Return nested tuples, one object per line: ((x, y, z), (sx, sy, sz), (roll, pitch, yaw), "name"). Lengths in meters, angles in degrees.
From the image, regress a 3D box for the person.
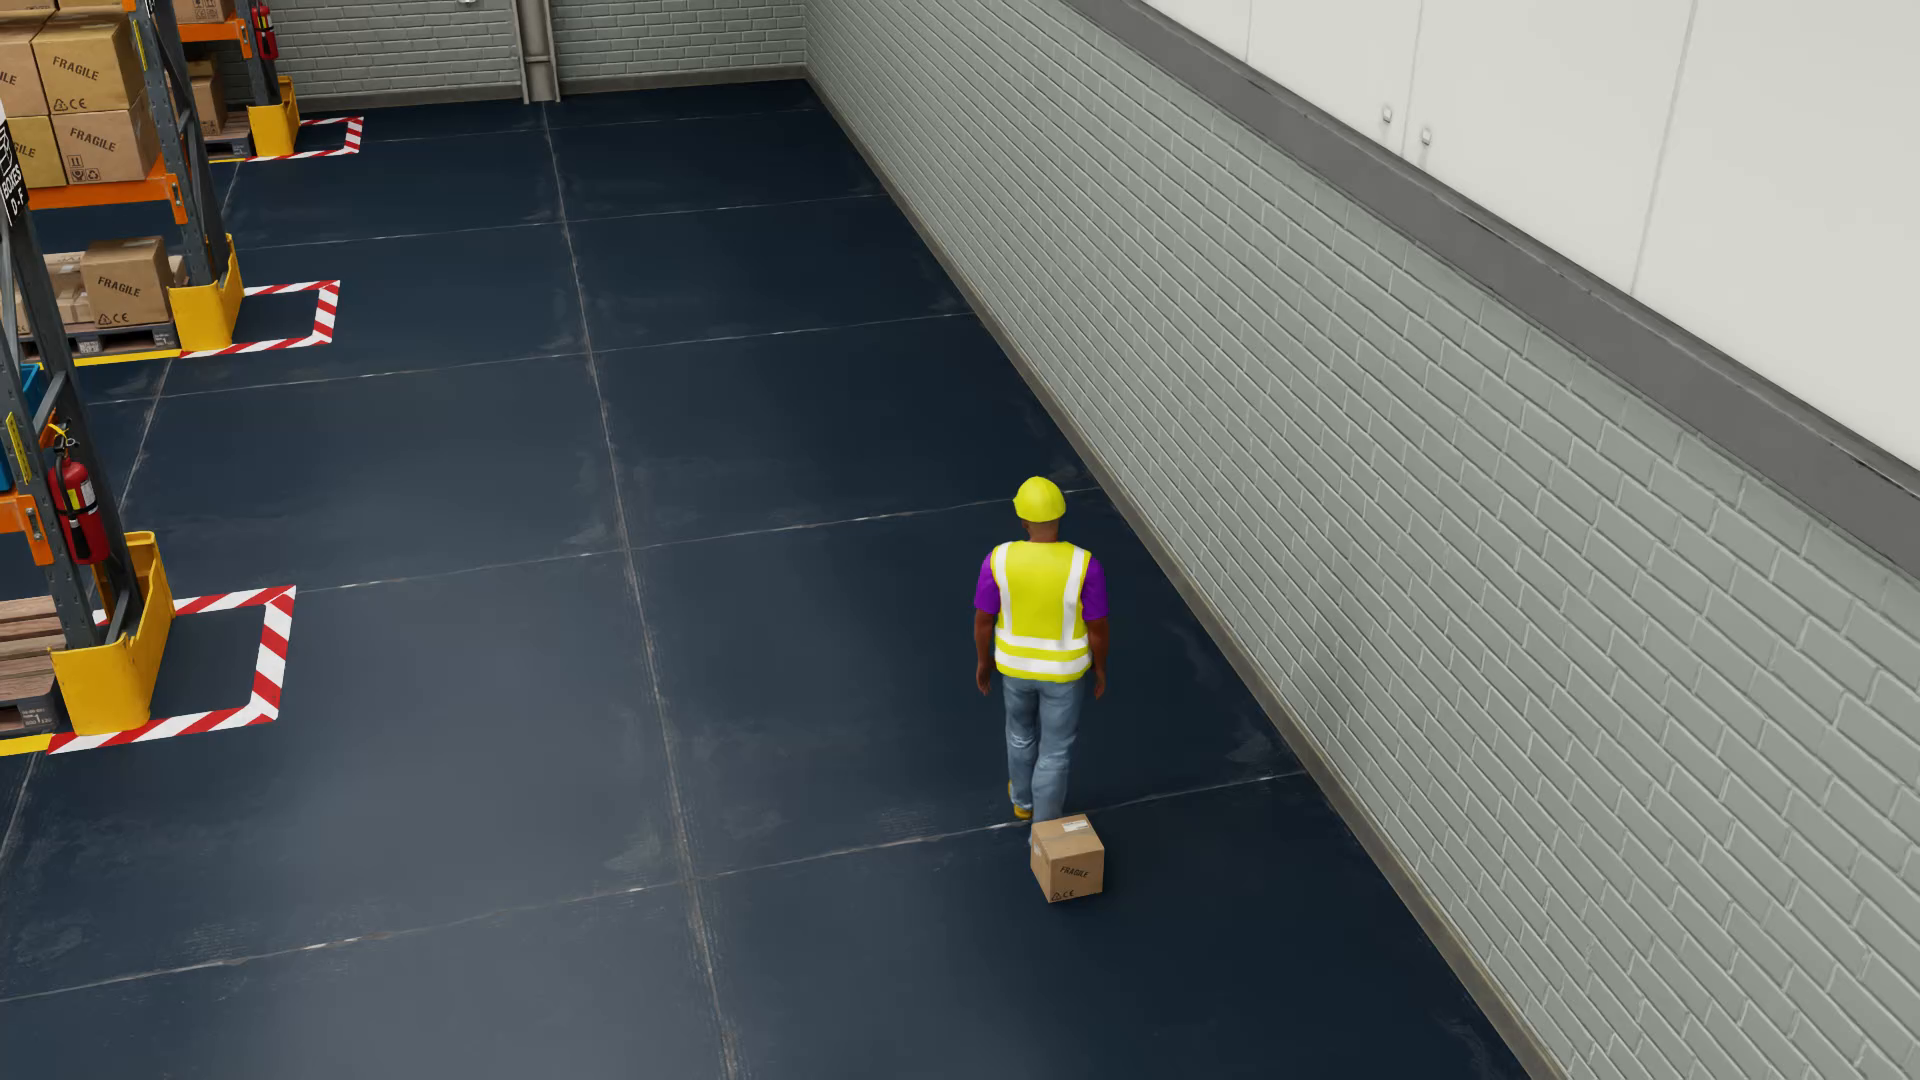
((0.356, 0.546, 7.273), (0.588, 1.766, 0.571), (9, 31, 14), "person")
